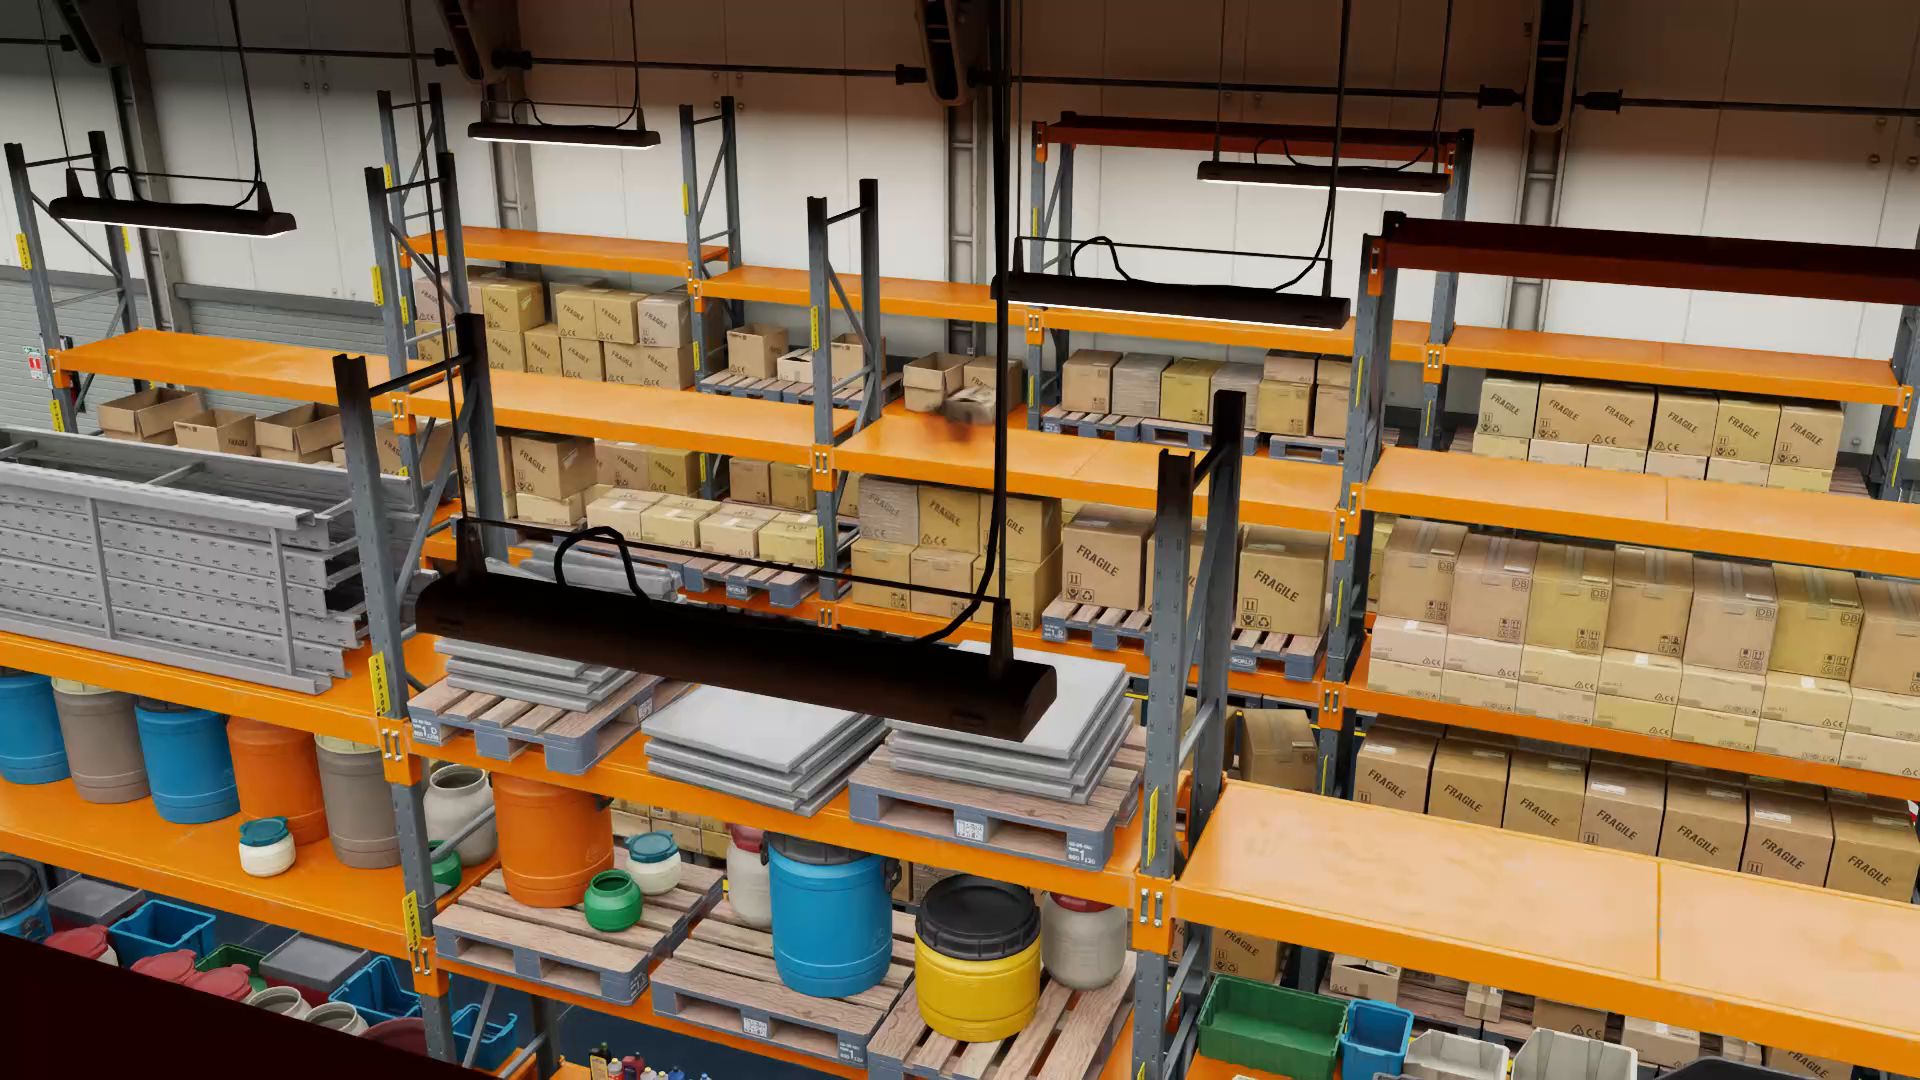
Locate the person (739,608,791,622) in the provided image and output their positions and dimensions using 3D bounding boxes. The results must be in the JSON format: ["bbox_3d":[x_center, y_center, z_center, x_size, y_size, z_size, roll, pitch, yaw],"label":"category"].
[{"bbox_3d":[-1.985,1.211,16.711,0.607,1.799,0.477,9,23,23],"label":"person"}]
